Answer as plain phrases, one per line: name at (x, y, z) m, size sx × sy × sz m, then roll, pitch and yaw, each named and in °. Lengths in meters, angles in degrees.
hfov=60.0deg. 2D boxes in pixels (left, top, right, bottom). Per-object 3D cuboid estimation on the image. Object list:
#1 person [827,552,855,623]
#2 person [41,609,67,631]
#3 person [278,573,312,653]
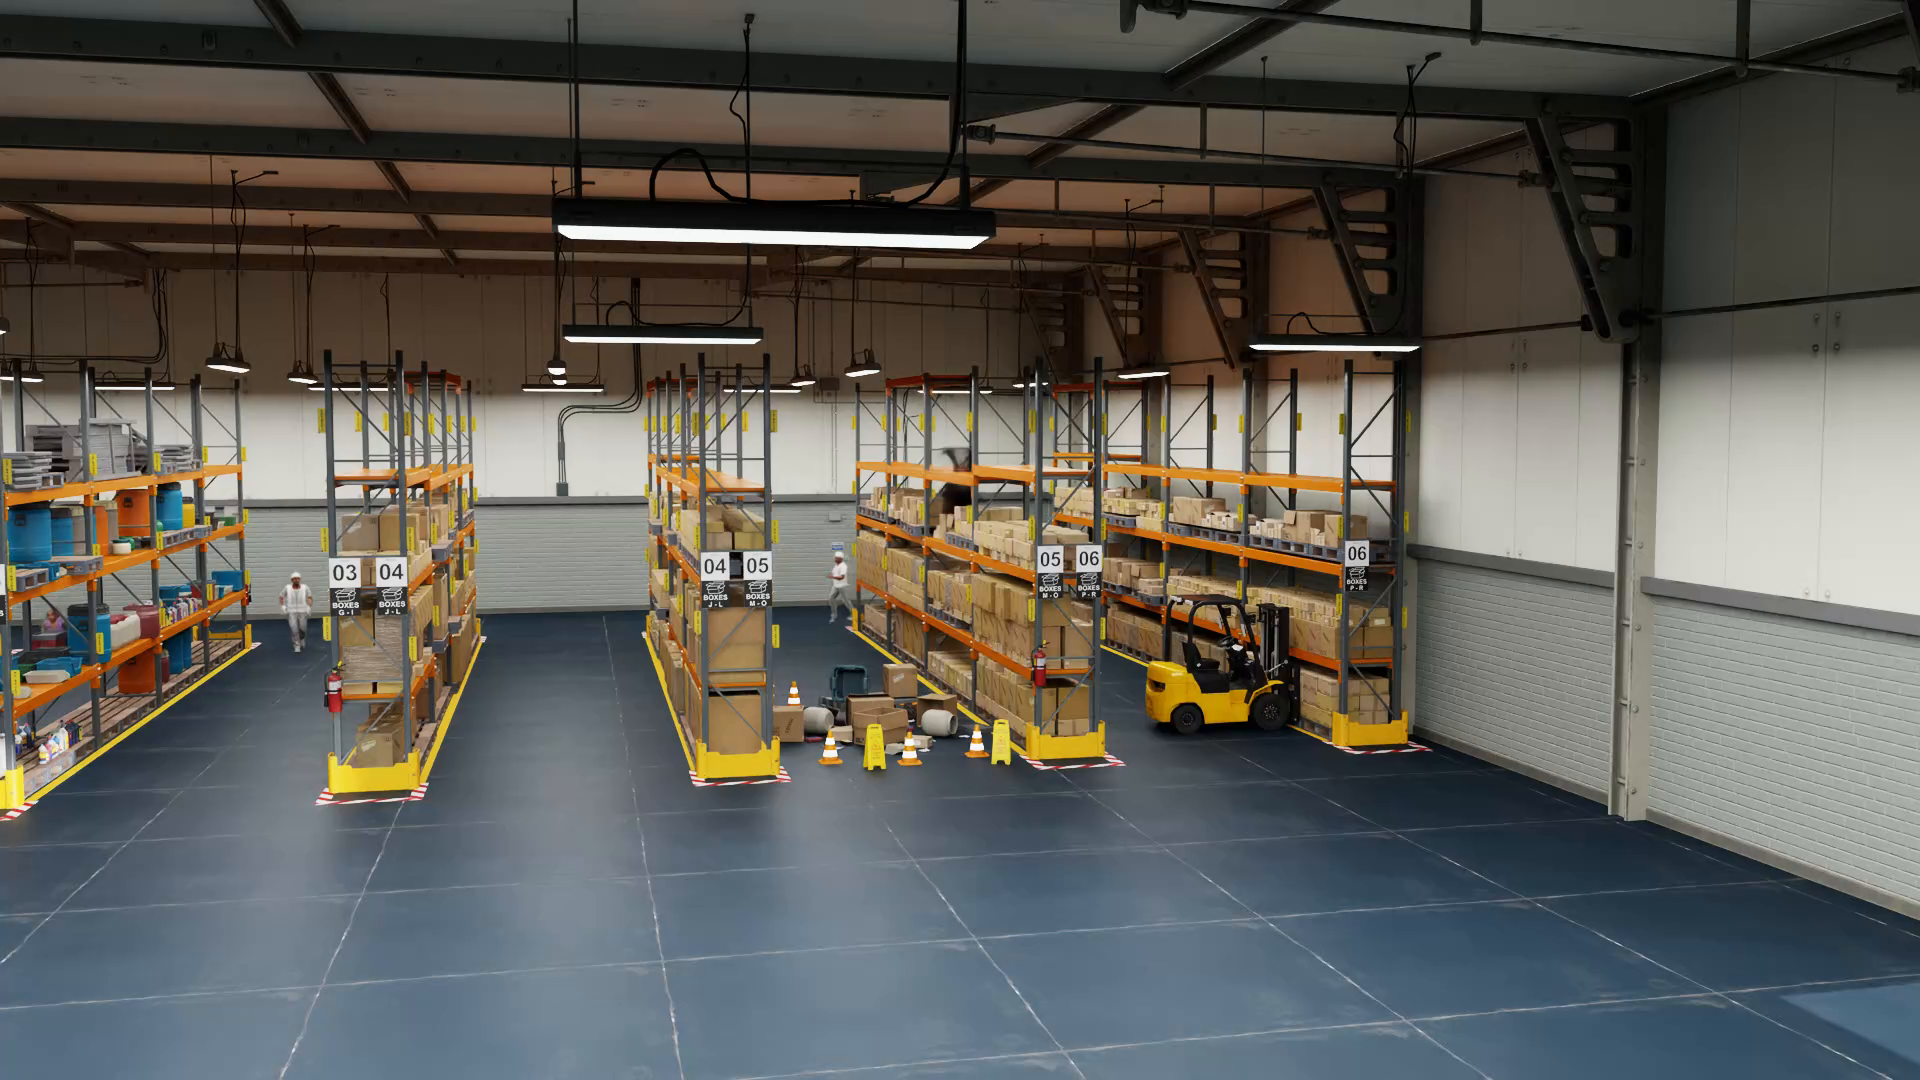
person at (-3.011, 1.205, 41.930) m, size 0.852 × 1.827 × 0.690 m, roll -2°, pitch 4°, yaw -26°
person at (-17.314, 2.048, 31.856) m, size 0.529 × 1.491 × 0.699 m, roll -2°, pitch 4°, yaw -24°
person at (-14.612, 1.583, 36.584) m, size 0.697 × 1.750 × 0.682 m, roll -2°, pitch 4°, yaw -25°
